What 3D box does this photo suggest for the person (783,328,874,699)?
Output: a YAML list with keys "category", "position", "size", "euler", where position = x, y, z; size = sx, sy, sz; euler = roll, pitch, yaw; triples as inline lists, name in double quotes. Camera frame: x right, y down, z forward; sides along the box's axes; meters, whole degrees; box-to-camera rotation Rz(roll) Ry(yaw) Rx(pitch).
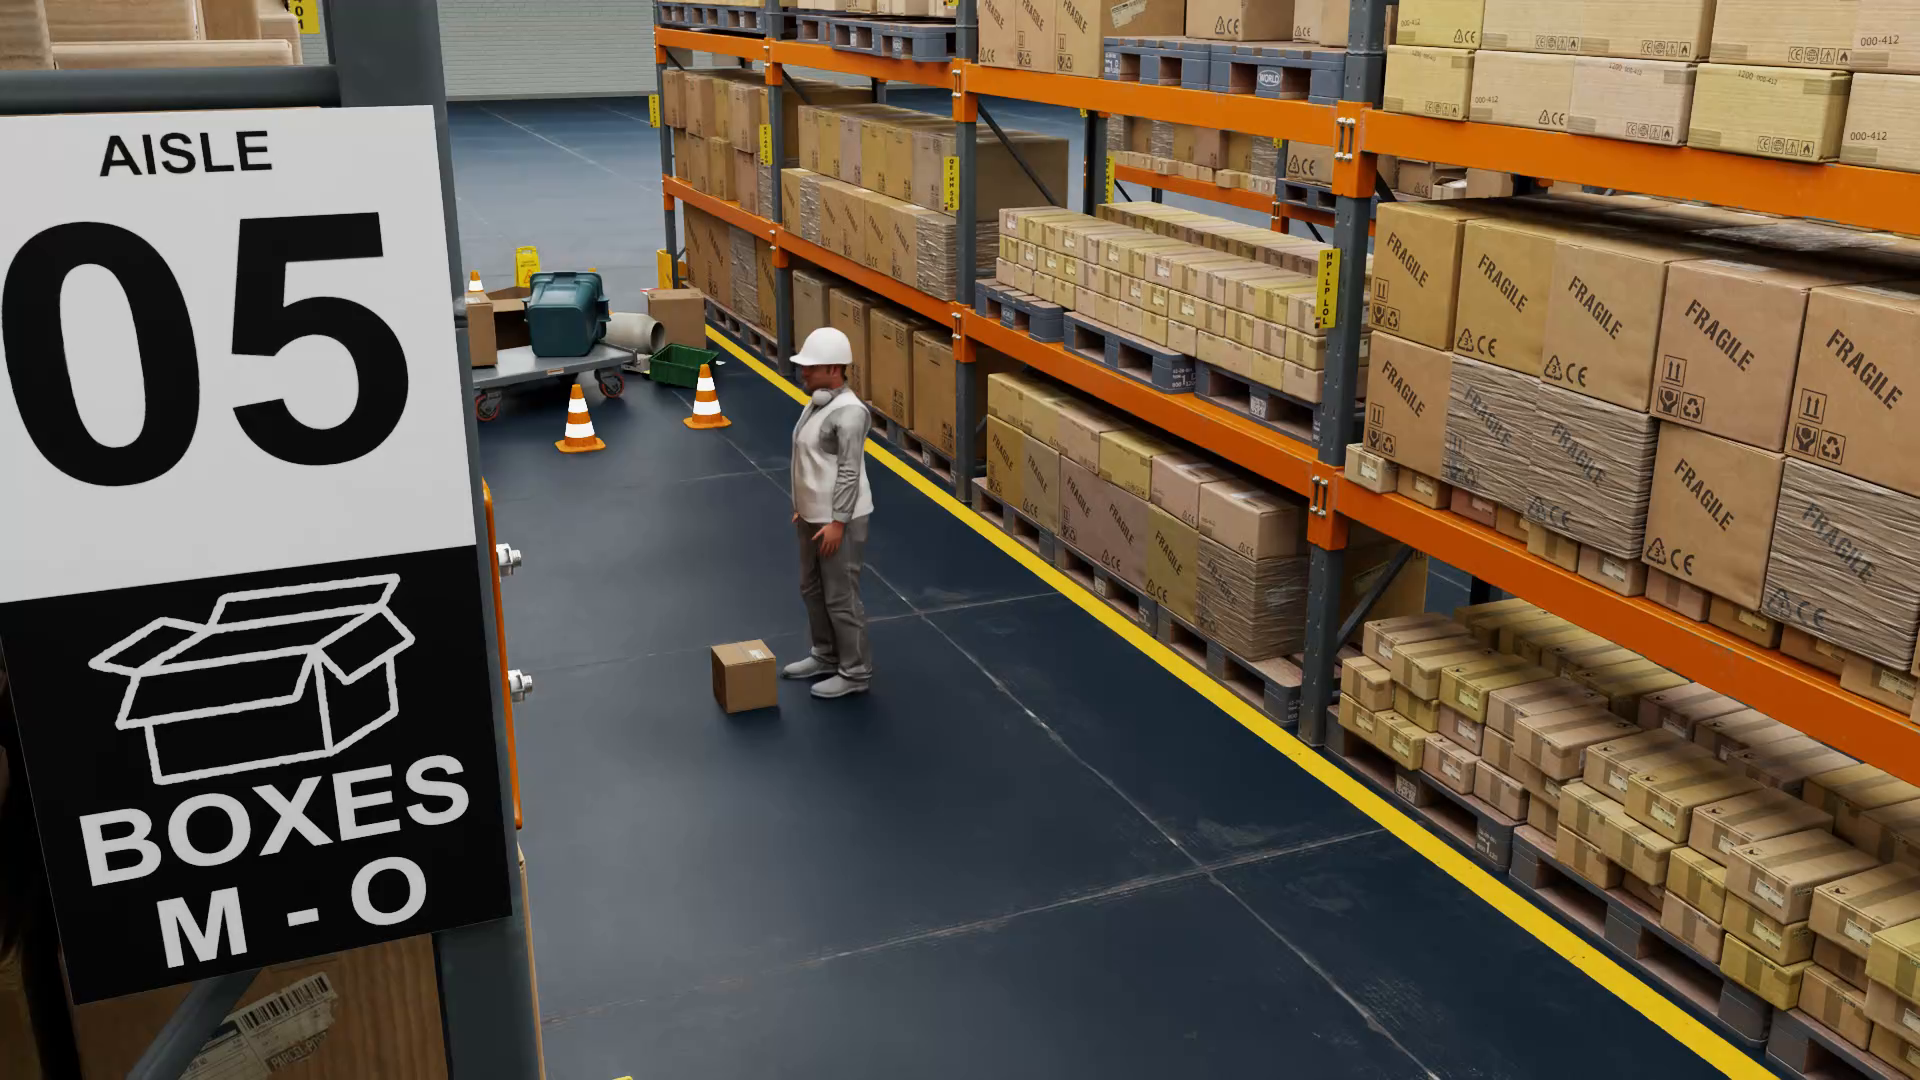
- category: "person"
  position: [-0.626, -0.126, 7.889]
  size: [0.392, 1.778, 0.535]
  euler: [-7, 20, -21]
